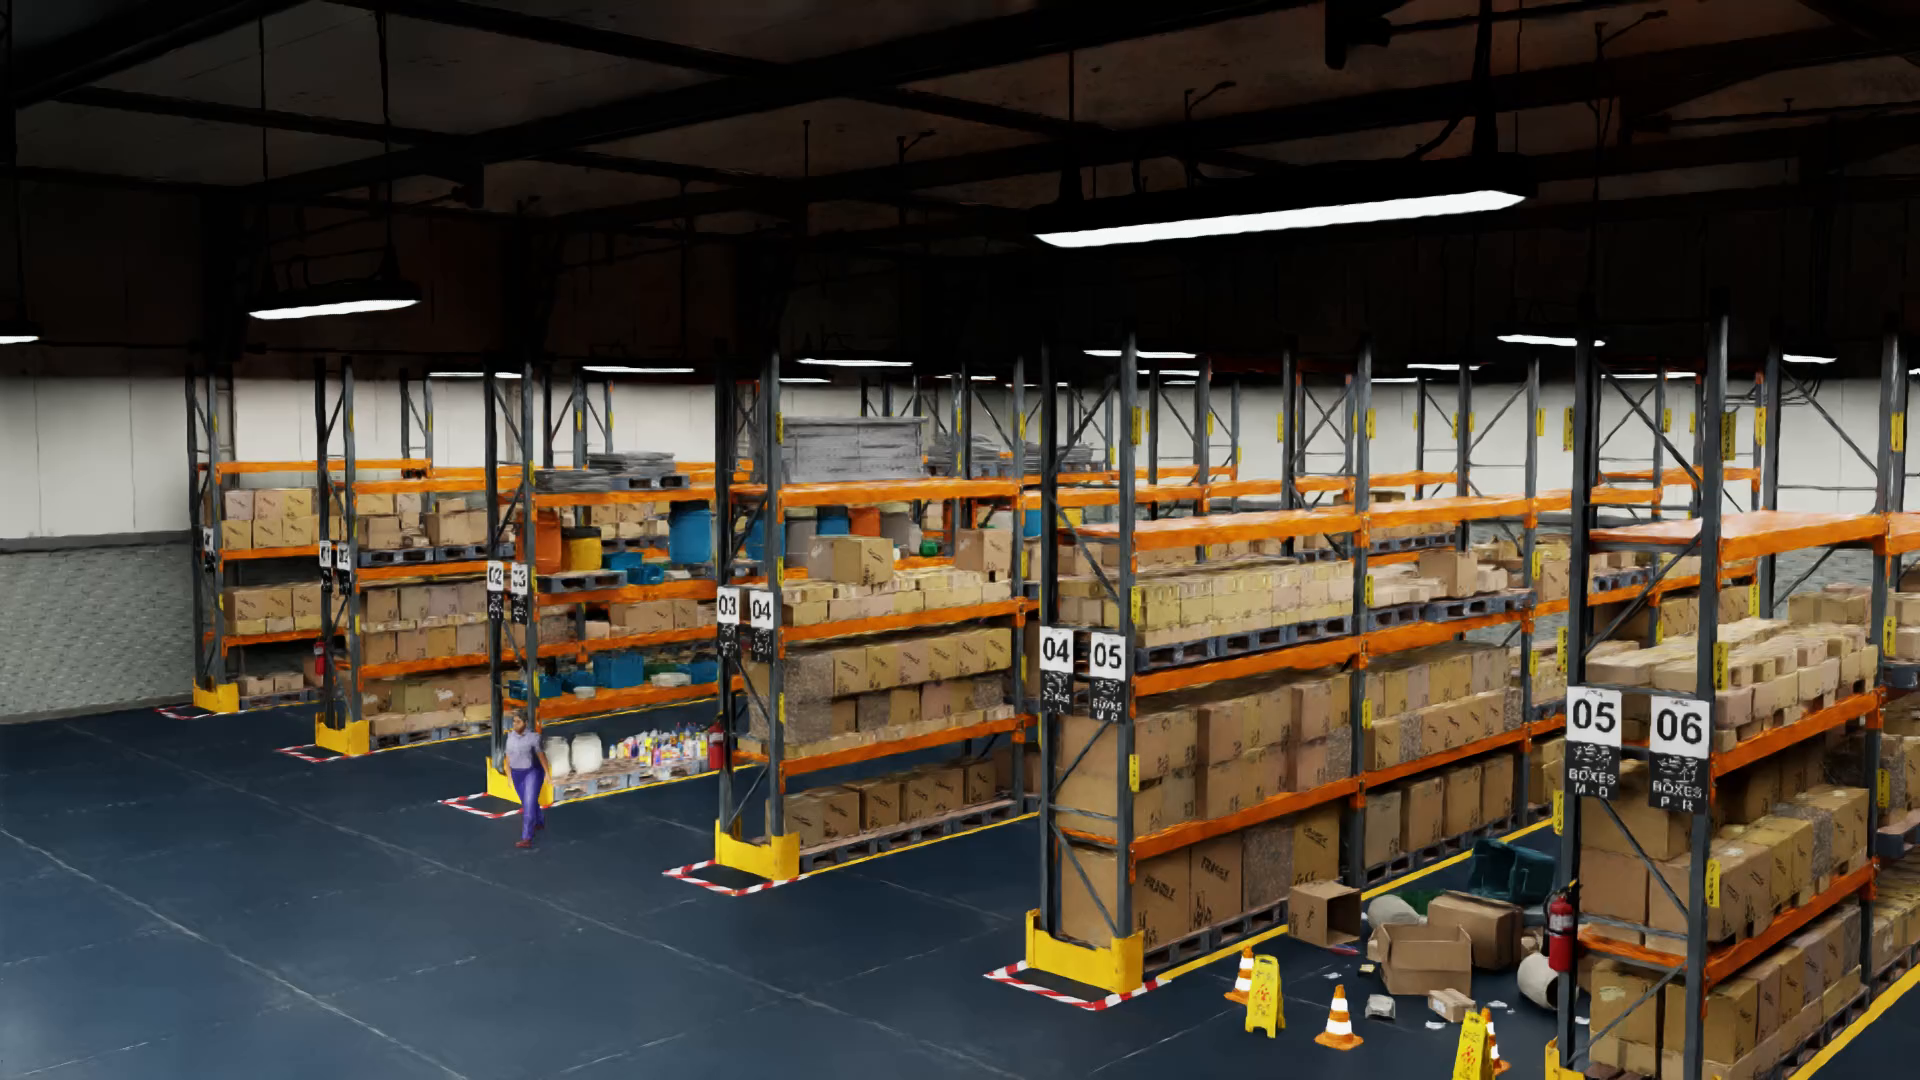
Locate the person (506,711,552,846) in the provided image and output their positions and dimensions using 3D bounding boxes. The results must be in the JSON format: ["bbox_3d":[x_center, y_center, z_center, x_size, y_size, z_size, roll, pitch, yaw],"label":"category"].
[{"bbox_3d":[-5.242,2.836,20.071,0.519,1.598,0.938,2,5,21],"label":"person"}]
